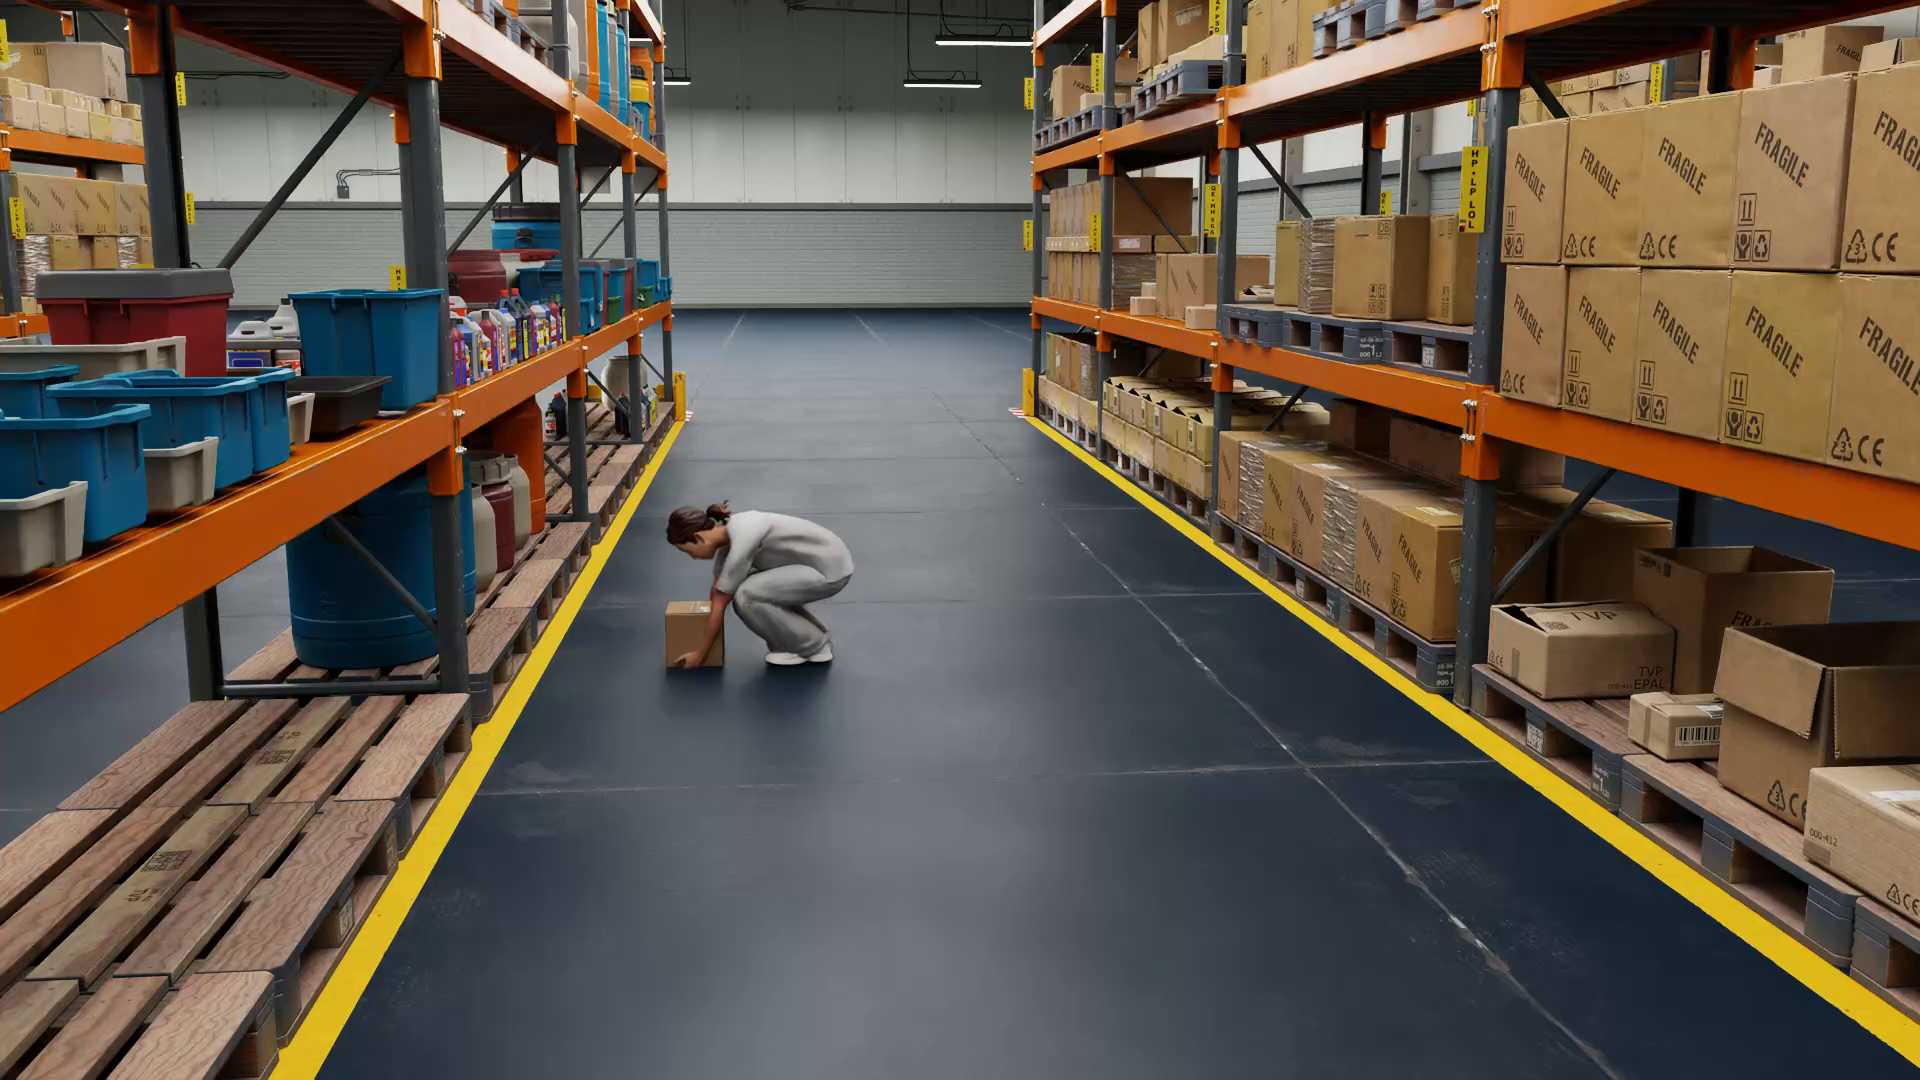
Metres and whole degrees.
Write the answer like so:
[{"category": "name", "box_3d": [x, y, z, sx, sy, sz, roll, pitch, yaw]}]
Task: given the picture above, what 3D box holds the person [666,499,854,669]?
[{"category": "person", "box_3d": [-0.901, 0.207, 7.567, 0.841, 0.809, 0.468, -1, 10, -7]}]
